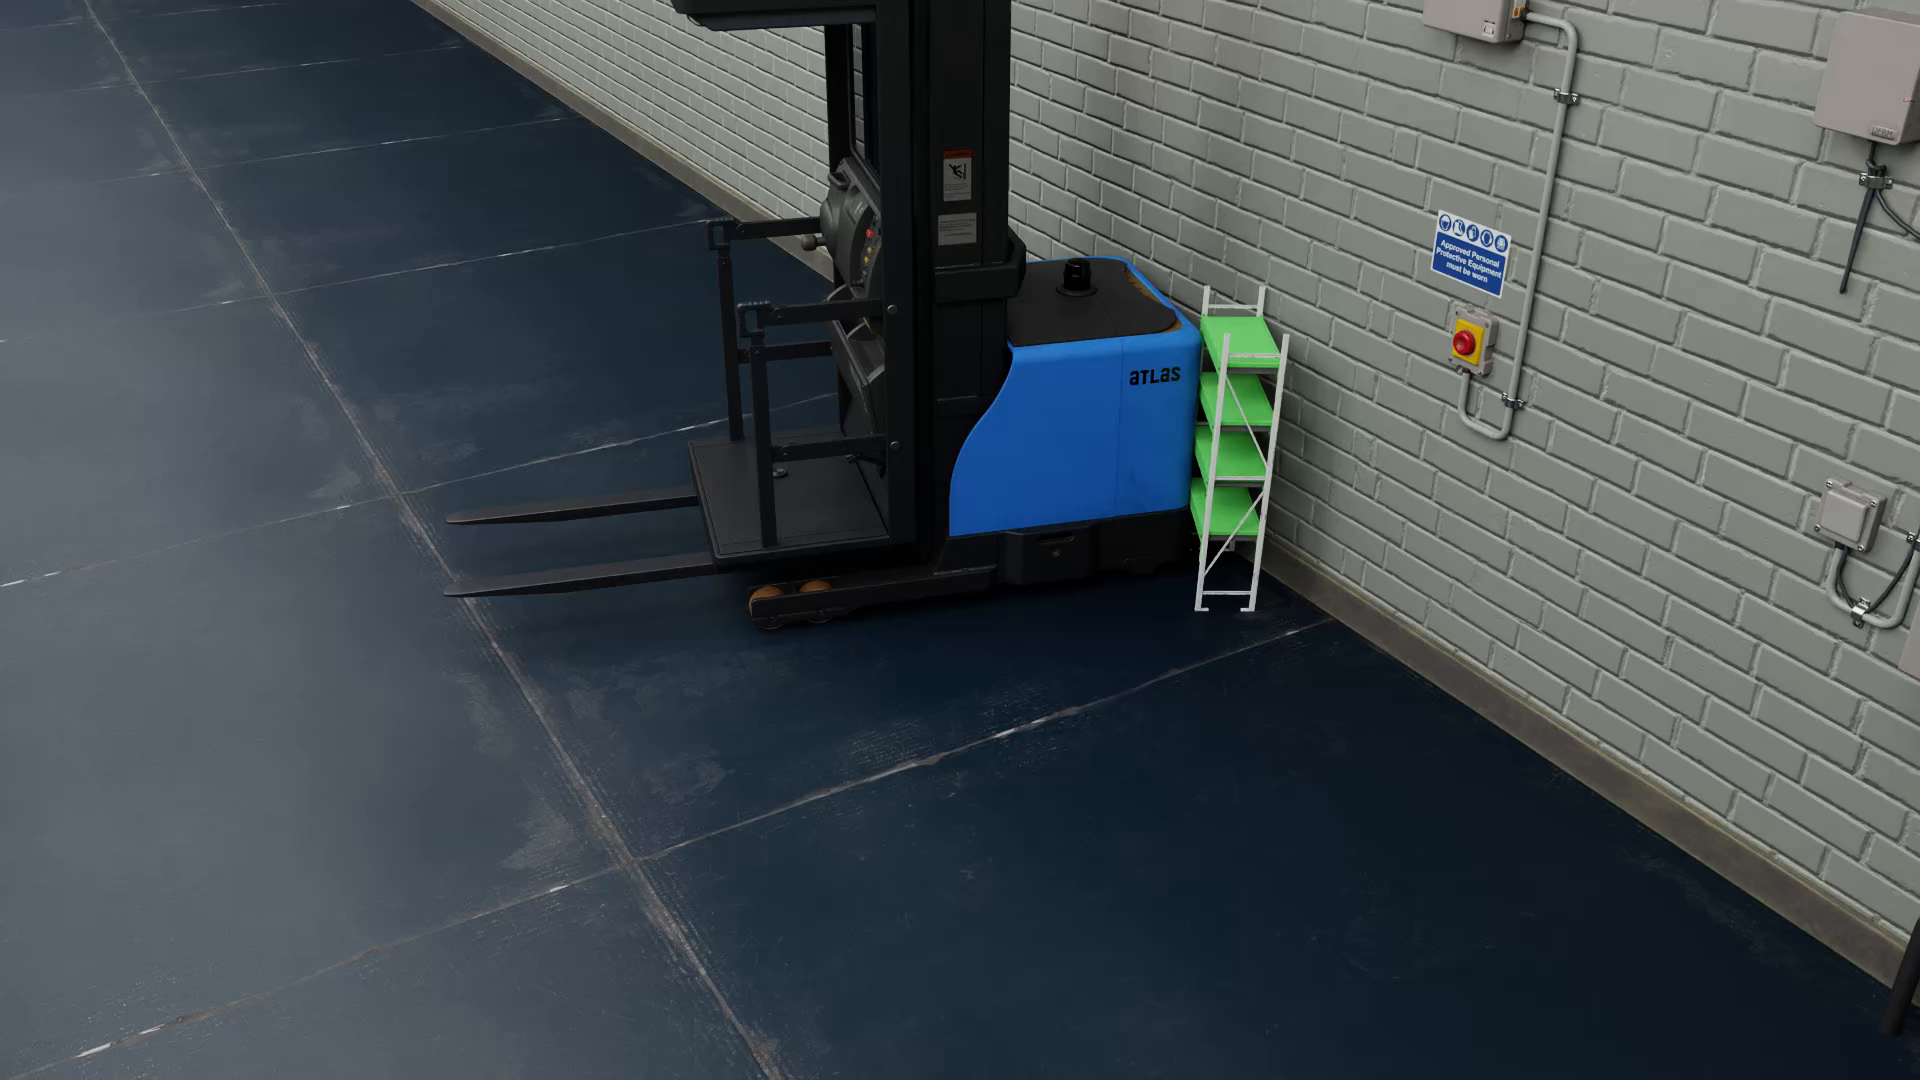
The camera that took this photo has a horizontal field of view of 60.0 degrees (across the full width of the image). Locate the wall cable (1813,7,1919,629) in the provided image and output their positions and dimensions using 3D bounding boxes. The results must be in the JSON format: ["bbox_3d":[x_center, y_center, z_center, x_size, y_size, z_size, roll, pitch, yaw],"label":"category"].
[{"bbox_3d":[2.423,-0.672,4.312,0.122,1.984,0.588,-16,33,-26],"label":"wall cable"}]

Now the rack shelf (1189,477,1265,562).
[{"bbox_3d":[1.072,-0.093,6.797,0.258,0.148,0.480,0,30,-2],"label":"rack shelf"}]

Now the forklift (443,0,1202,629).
[{"bbox_3d":[-0.604,-1.210,6.409,3.031,2.935,1.130,-7,30,-12],"label":"forklift"}]

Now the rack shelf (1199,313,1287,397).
[{"bbox_3d":[1.087,-0.719,6.441,0.258,0.148,0.480,0,30,-2],"label":"rack shelf"}]

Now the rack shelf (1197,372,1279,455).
[{"bbox_3d":[1.082,-0.511,6.560,0.258,0.148,0.480,0,30,-2],"label":"rack shelf"}]

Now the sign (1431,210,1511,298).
[{"bbox_3d":[1.723,-0.969,5.621,0.001,0.218,0.327,-16,33,-26],"label":"sign"}]

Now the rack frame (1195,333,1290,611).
[{"bbox_3d":[1.084,-0.237,6.435,0.240,1.200,0.015,0,30,-2],"label":"rack frame"}]

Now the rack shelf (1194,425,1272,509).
[{"bbox_3d":[1.077,-0.302,6.678,0.258,0.148,0.480,0,30,-2],"label":"rack shelf"}]

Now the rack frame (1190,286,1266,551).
[{"bbox_3d":[1.073,-0.478,6.859,0.240,1.200,0.015,0,30,-2],"label":"rack frame"}]

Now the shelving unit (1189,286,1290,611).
[{"bbox_3d":[1.078,-0.357,6.647,0.258,1.200,0.503,0,30,-2],"label":"shelving unit"}]

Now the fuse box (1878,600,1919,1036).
[{"bbox_3d":[2.633,0.660,4.284,0.414,1.711,0.539,-16,33,-26],"label":"fuse box"}]

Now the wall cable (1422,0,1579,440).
[{"bbox_3d":[1.694,-1.274,5.370,0.123,1.953,0.585,-16,33,-26],"label":"wall cable"}]
